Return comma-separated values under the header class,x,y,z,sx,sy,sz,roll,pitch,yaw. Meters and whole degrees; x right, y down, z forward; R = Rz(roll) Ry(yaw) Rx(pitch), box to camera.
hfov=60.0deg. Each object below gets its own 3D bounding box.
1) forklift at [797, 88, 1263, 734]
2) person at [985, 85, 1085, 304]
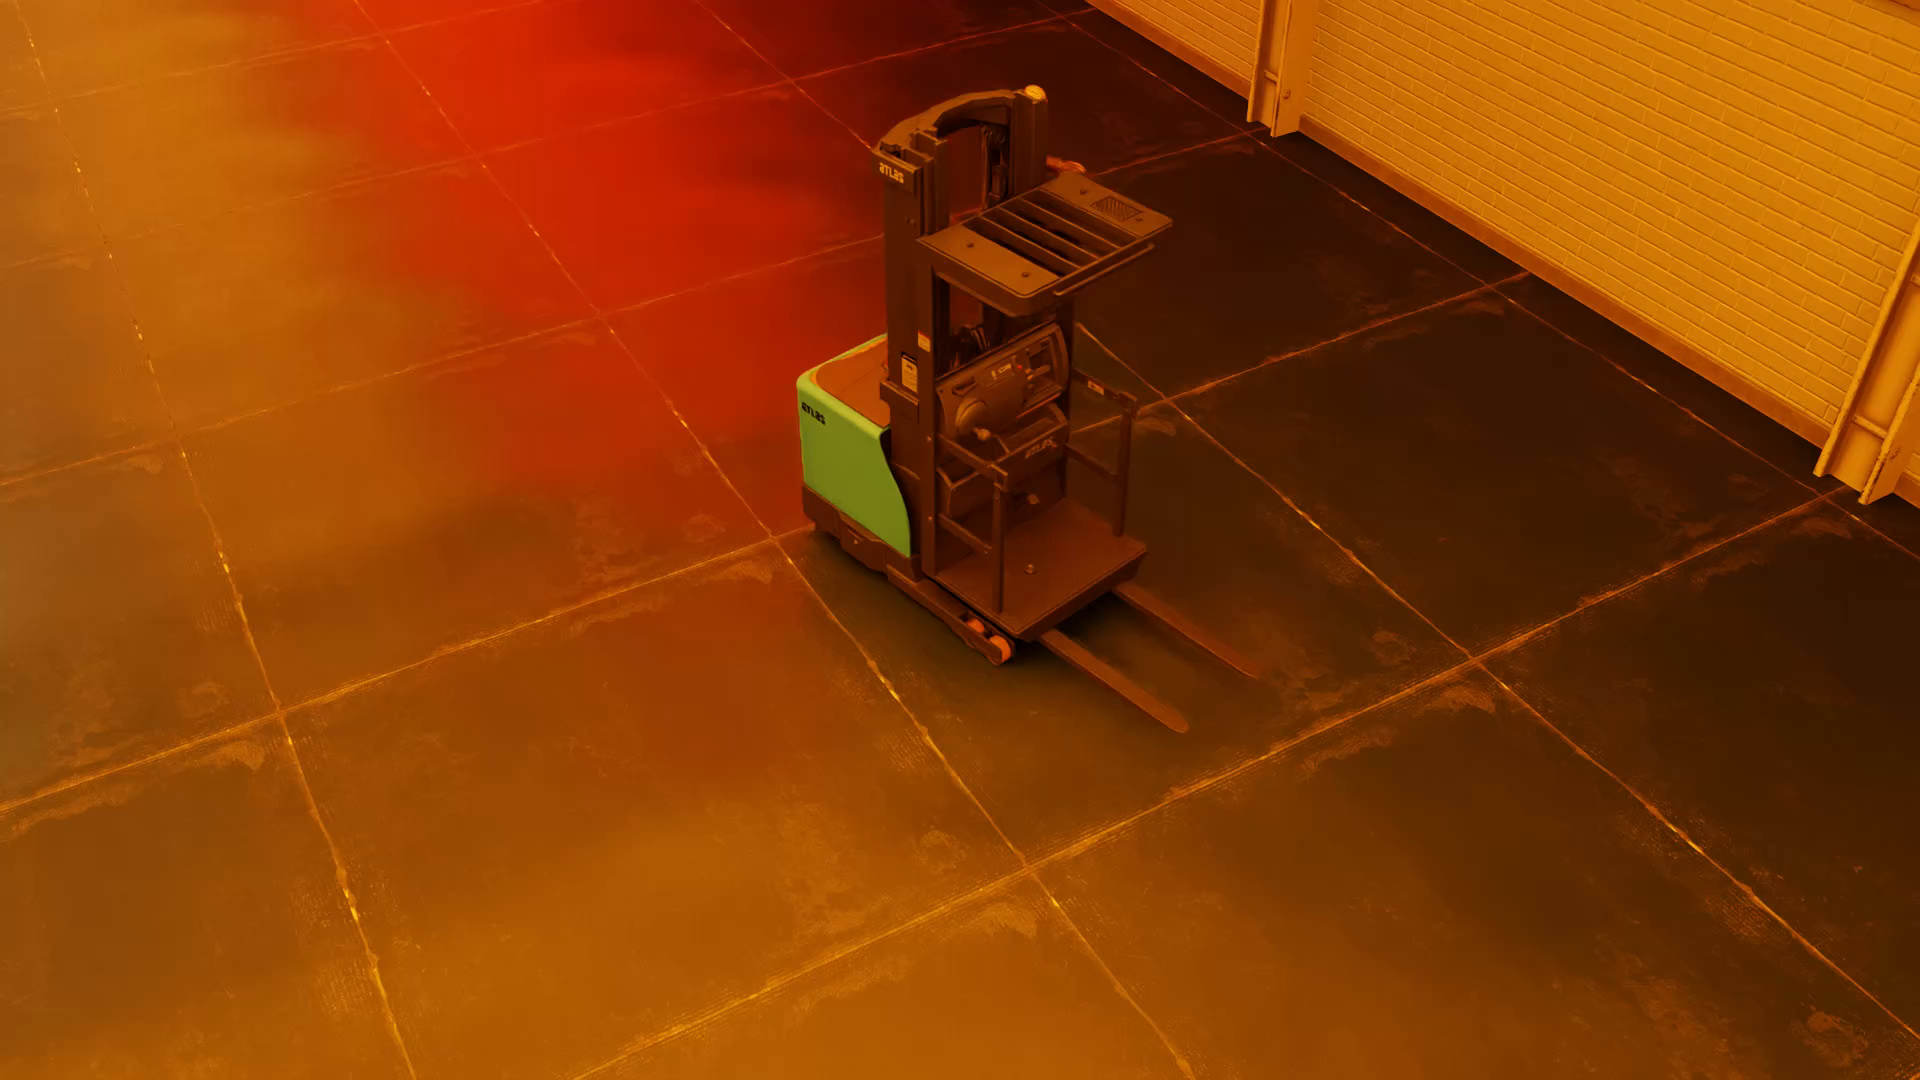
class,x,y,z,sx,sy,sz,roll,pitch,yaw
forklift,0.387,-0.790,8.989,1.130,2.935,3.031,-31,49,-32
person,0.582,-2.467,12.047,0.836,1.626,0.817,-20,44,-22
